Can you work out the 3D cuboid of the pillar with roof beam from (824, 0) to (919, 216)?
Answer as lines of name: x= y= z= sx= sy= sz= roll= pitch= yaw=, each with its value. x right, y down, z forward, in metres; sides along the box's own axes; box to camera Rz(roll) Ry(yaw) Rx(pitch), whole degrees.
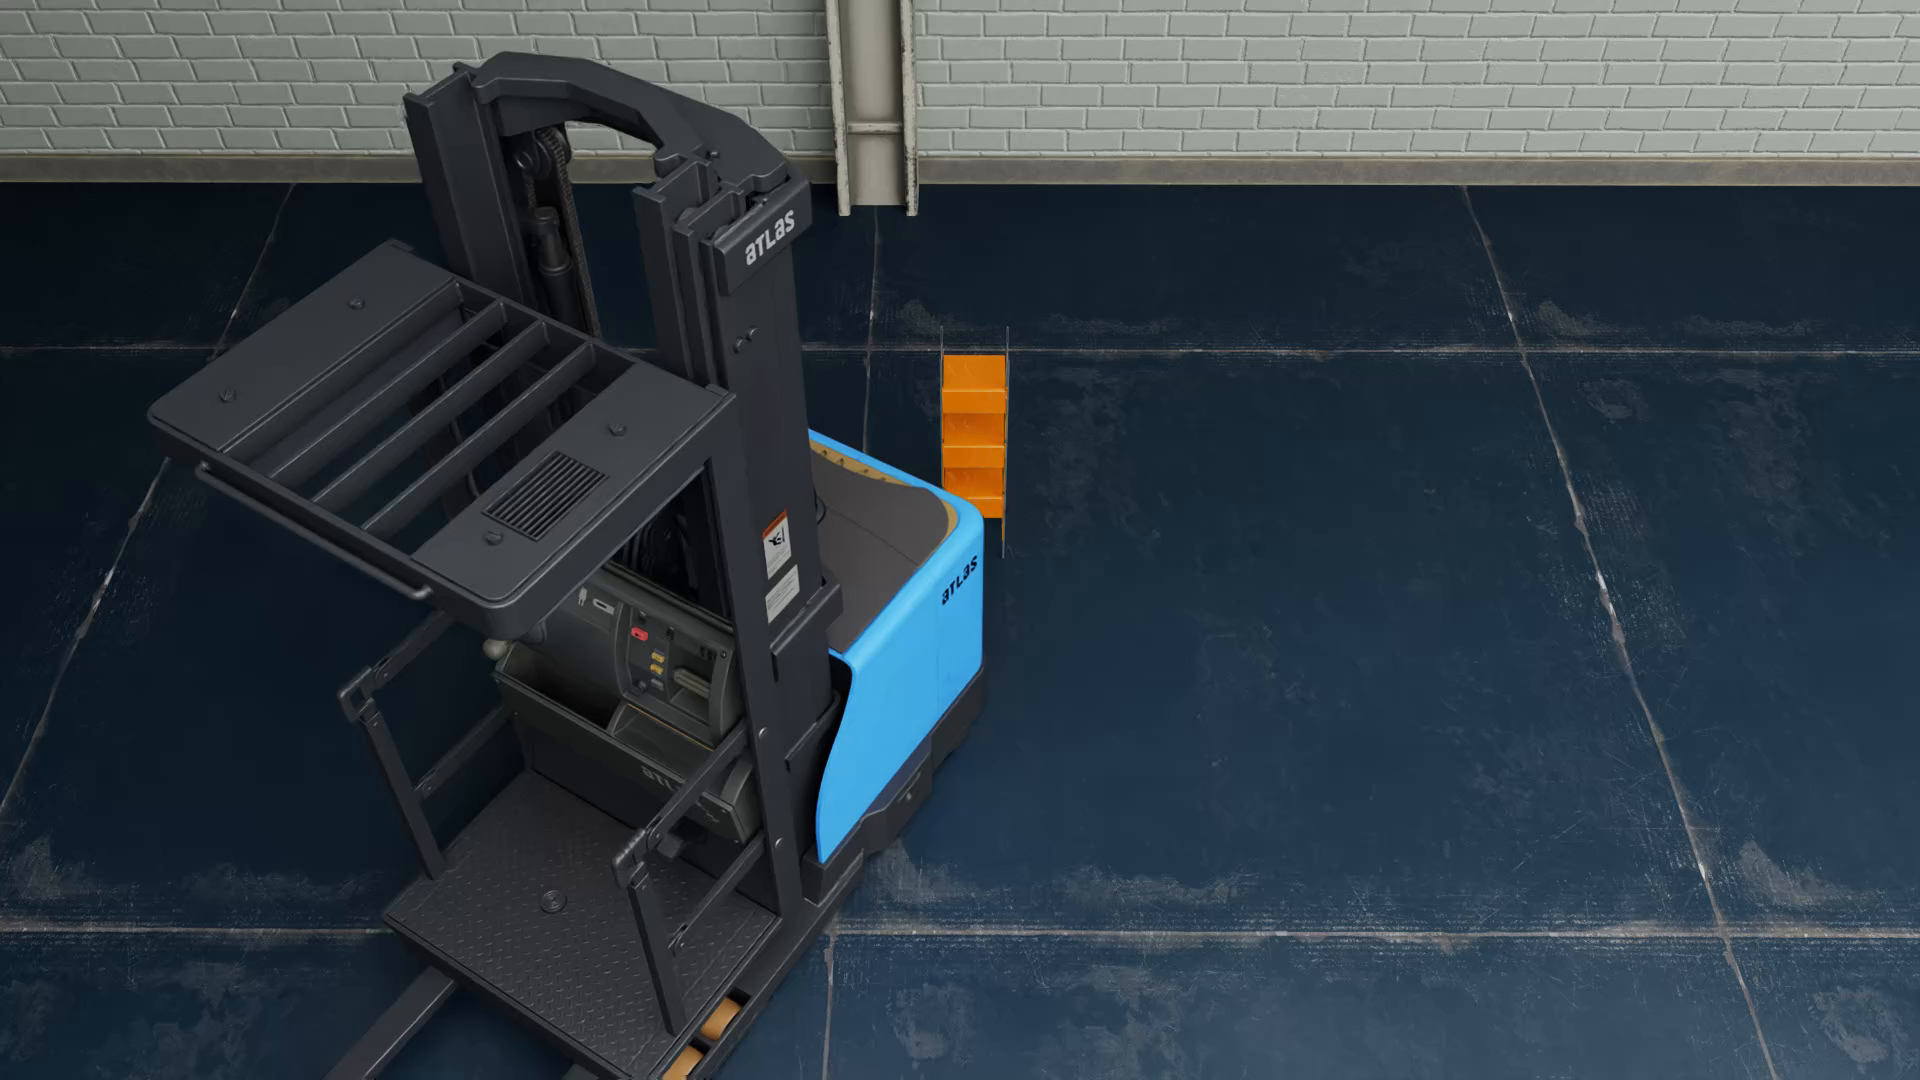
pillar with roof beam: x=-0.428 y=-1.656 z=2.225 sx=0.400 sy=9.000 sz=9.100 roll=0 pitch=47 yaw=0

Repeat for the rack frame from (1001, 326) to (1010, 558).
rack frame: x=0.176 y=-0.357 z=6.446 sx=0.008 sy=1.050 sz=0.200 roll=0 pitch=47 yaw=0

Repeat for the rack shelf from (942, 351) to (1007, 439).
rack shelf: x=0.054 y=-0.544 z=6.246 sx=0.240 sy=0.259 sz=0.215 roll=0 pitch=47 yaw=0

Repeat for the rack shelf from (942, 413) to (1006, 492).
rack shelf: x=0.054 y=-0.350 z=6.454 sx=0.240 sy=0.259 sz=0.215 roll=0 pitch=47 yaw=0

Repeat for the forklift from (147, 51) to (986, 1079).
forklift: x=-1.123 y=0.348 z=4.504 sx=1.130 sy=2.935 sz=3.031 roll=25 pitch=52 yaw=22

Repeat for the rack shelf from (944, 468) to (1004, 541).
rack shelf: x=0.054 y=-0.161 z=6.658 sx=0.240 sy=0.259 sz=0.215 roll=0 pitch=47 yaw=0

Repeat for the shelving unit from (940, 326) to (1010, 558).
shelving unit: x=0.054 y=-0.358 z=6.446 sx=0.252 sy=1.050 sz=0.215 roll=0 pitch=47 yaw=0

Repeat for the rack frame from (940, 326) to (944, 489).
rack frame: x=-0.068 y=-0.358 z=6.447 sx=0.008 sy=1.050 sz=0.200 roll=0 pitch=47 yaw=0
